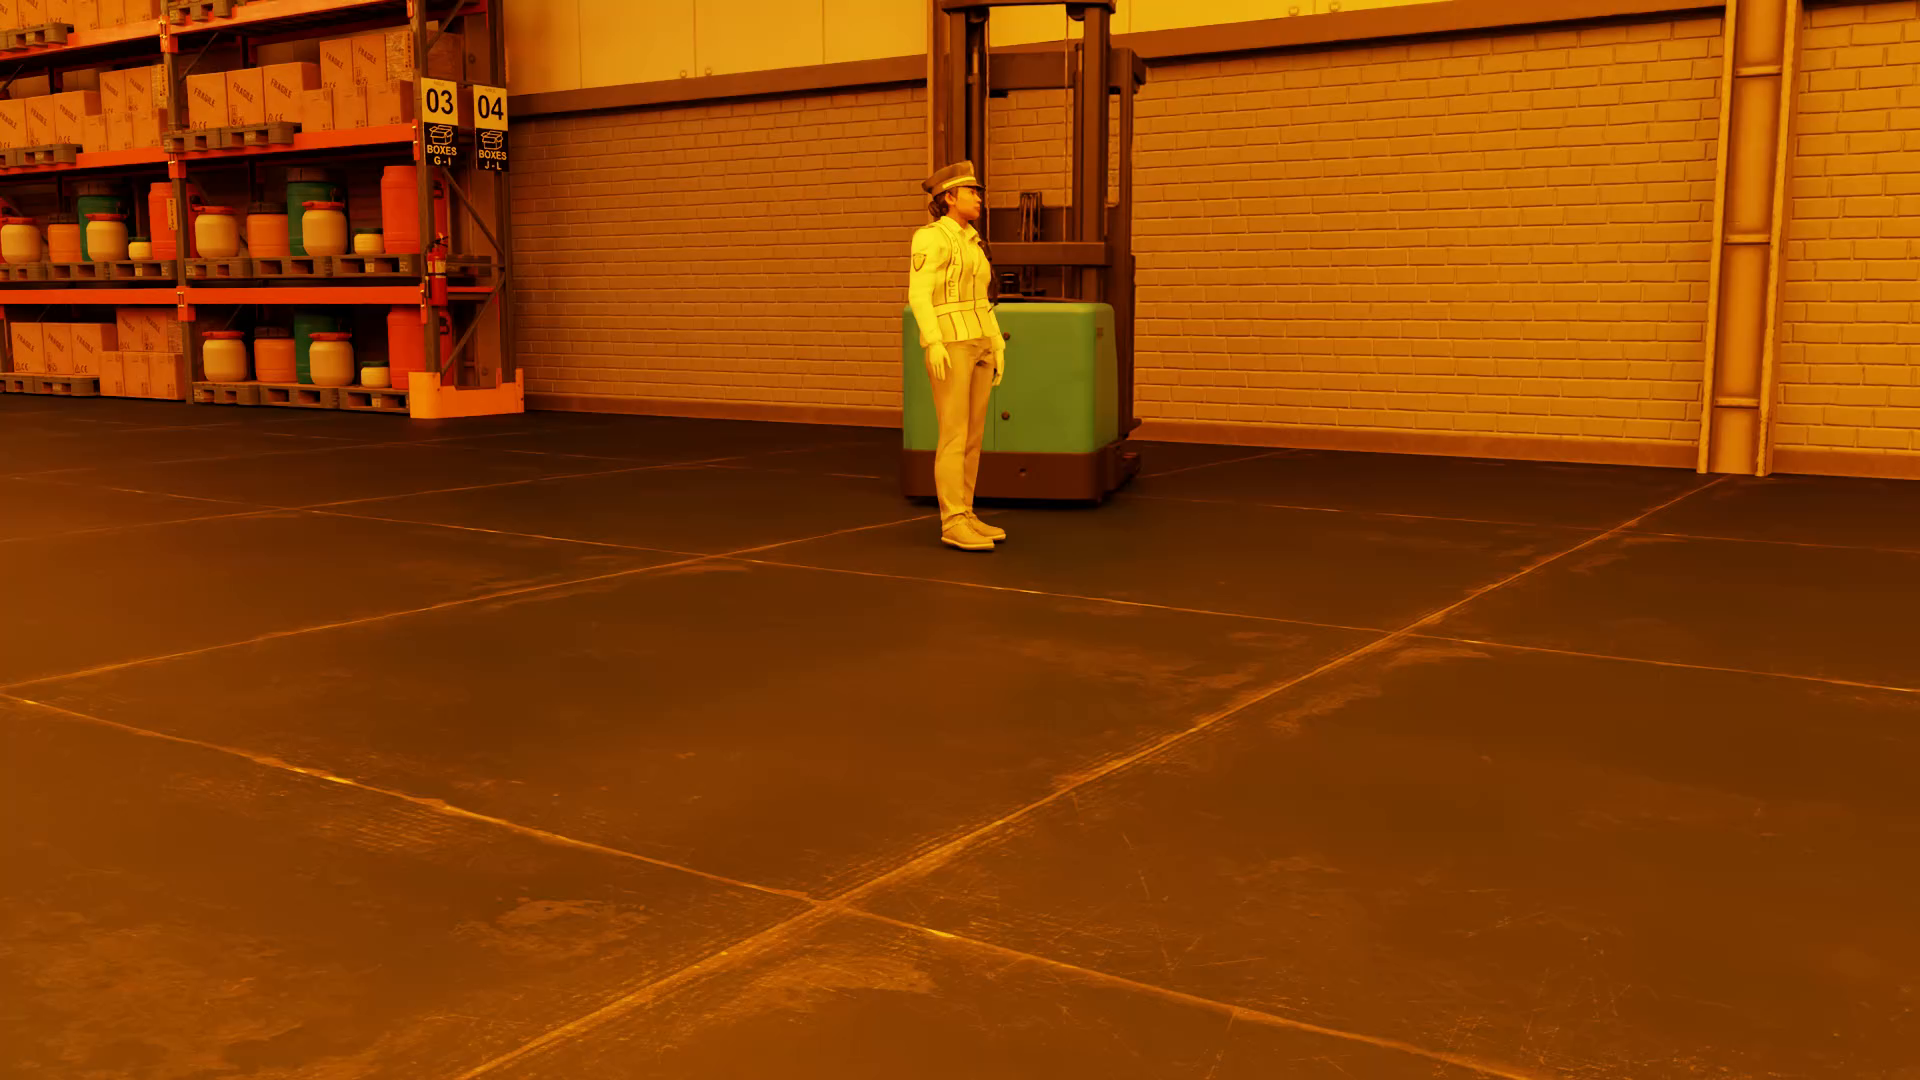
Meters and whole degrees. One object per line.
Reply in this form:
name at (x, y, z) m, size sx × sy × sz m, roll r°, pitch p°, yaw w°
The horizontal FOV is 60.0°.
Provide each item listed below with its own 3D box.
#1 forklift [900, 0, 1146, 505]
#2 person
forklift at (0.503, -1.806, 9.895) m, size 1.130 × 2.935 × 3.031 m, roll 2°, pitch 8°, yaw 12°
person at (0.054, -0.840, 7.440) m, size 0.529 × 1.694 × 0.587 m, roll 5°, pitch 10°, yaw 34°
